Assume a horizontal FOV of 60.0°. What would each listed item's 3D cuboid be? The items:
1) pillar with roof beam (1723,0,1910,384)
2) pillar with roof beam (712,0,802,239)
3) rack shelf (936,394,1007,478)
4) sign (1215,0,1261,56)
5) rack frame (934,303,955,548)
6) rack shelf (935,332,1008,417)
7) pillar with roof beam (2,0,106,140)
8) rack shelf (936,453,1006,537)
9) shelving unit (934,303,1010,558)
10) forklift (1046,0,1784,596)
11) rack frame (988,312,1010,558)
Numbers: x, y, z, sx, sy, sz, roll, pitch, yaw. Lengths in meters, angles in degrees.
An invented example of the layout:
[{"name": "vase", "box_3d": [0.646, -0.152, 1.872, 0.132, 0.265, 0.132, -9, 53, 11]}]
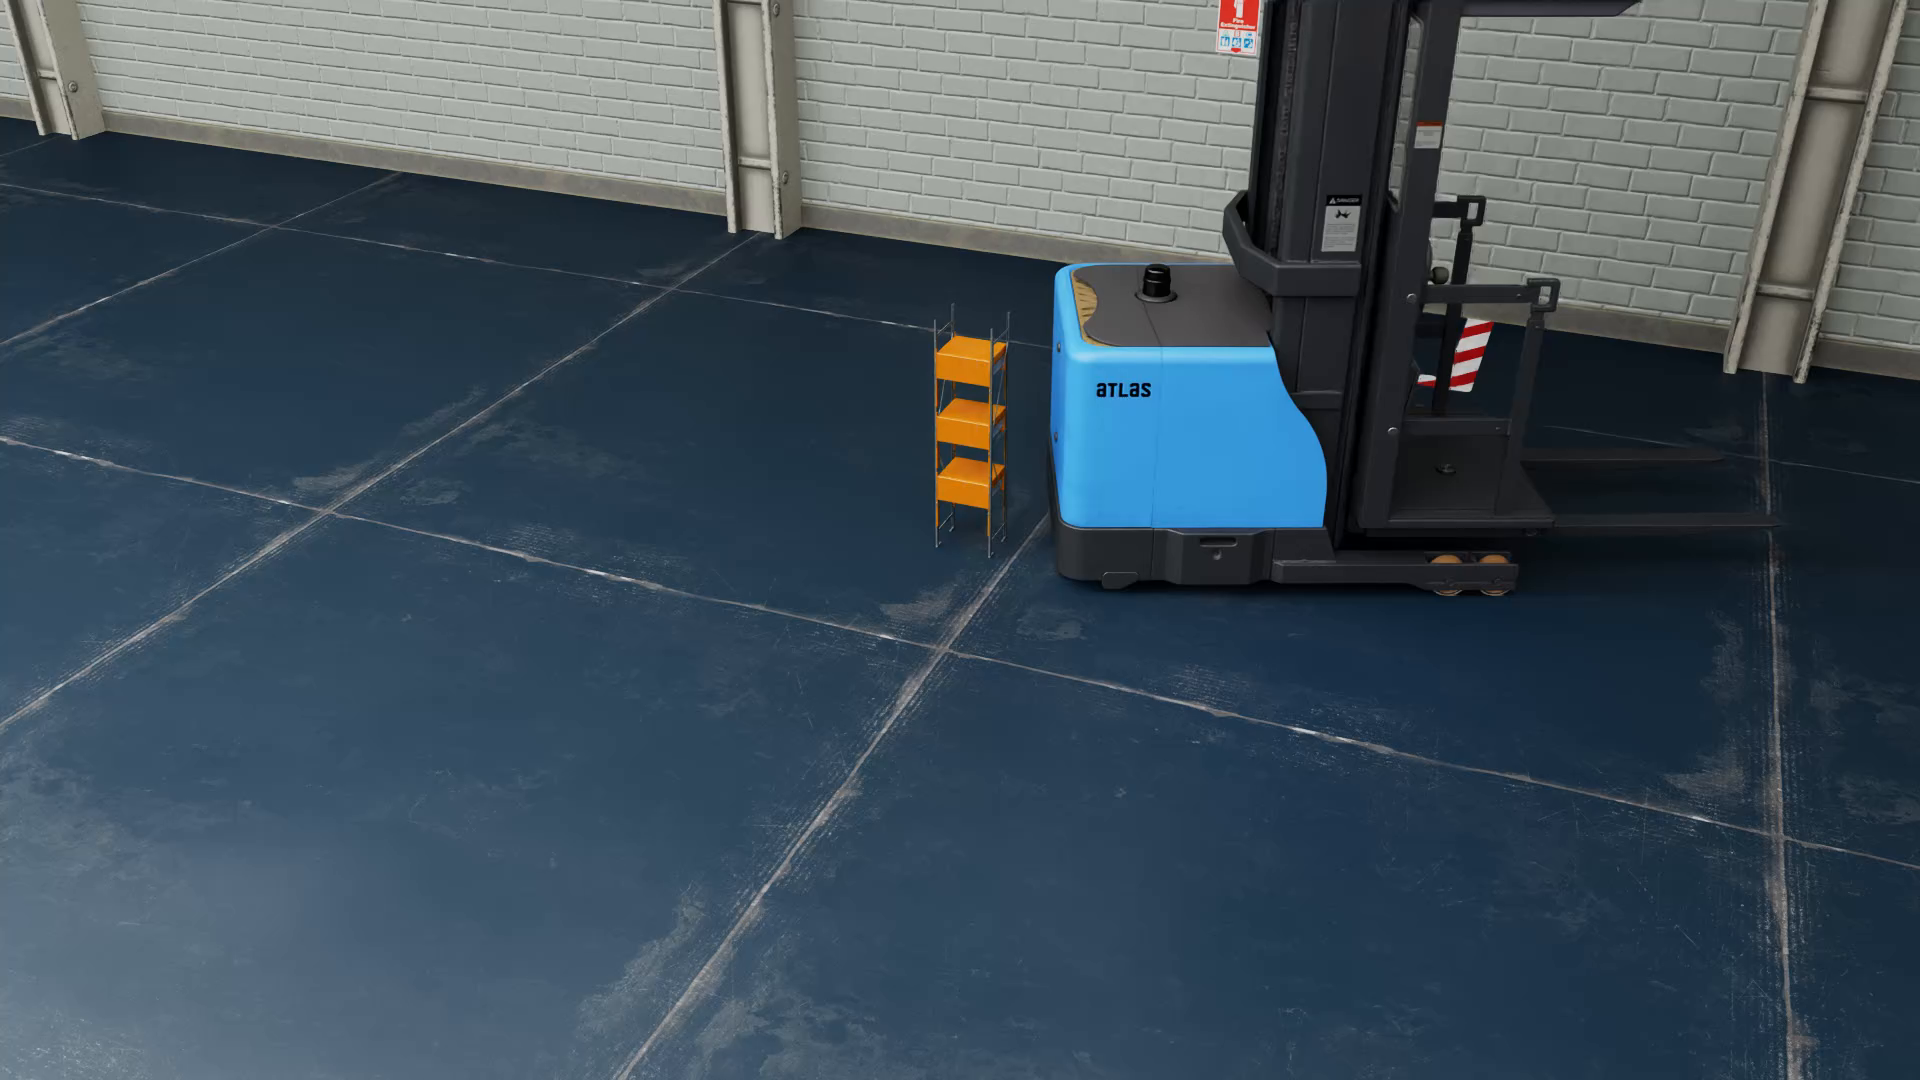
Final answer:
[{"name": "pillar with roof beam", "box_3d": [2.676, -2.878, 3.197, 0.400, 9.000, 9.100, 11, 31, 19]}, {"name": "pillar with roof beam", "box_3d": [-2.884, -3.988, 5.161, 0.400, 9.000, 9.100, 11, 31, 19]}, {"name": "rack shelf", "box_3d": [0.050, -0.438, 6.979, 0.240, 0.259, 0.215, 11, 31, 19]}, {"name": "sign", "box_3d": [1.545, -2.869, 9.241, 0.234, 0.329, 0.001, 11, 31, 19]}, {"name": "rack frame", "box_3d": [-0.063, -0.470, 7.014, 0.008, 1.050, 0.200, 11, 31, 19]}, {"name": "rack shelf", "box_3d": [0.050, -0.685, 6.840, 0.240, 0.259, 0.215, 11, 31, 19]}, {"name": "pillar with roof beam", "box_3d": [-8.443, -5.098, 7.125, 0.400, 9.000, 9.100, 11, 31, 19]}, {"name": "rack shelf", "box_3d": [0.050, -0.196, 7.116, 0.240, 0.259, 0.215, 11, 31, 19]}, {"name": "shelving unit", "box_3d": [0.050, -0.447, 6.974, 0.252, 1.050, 0.215, 11, 31, 19]}, {"name": "forklift", "box_3d": [1.913, -1.308, 6.585, 3.031, 2.935, 1.130, 0, 29, 0]}, {"name": "rack frame", "box_3d": [0.163, -0.425, 6.934, 0.008, 1.050, 0.200, 11, 31, 19]}]
